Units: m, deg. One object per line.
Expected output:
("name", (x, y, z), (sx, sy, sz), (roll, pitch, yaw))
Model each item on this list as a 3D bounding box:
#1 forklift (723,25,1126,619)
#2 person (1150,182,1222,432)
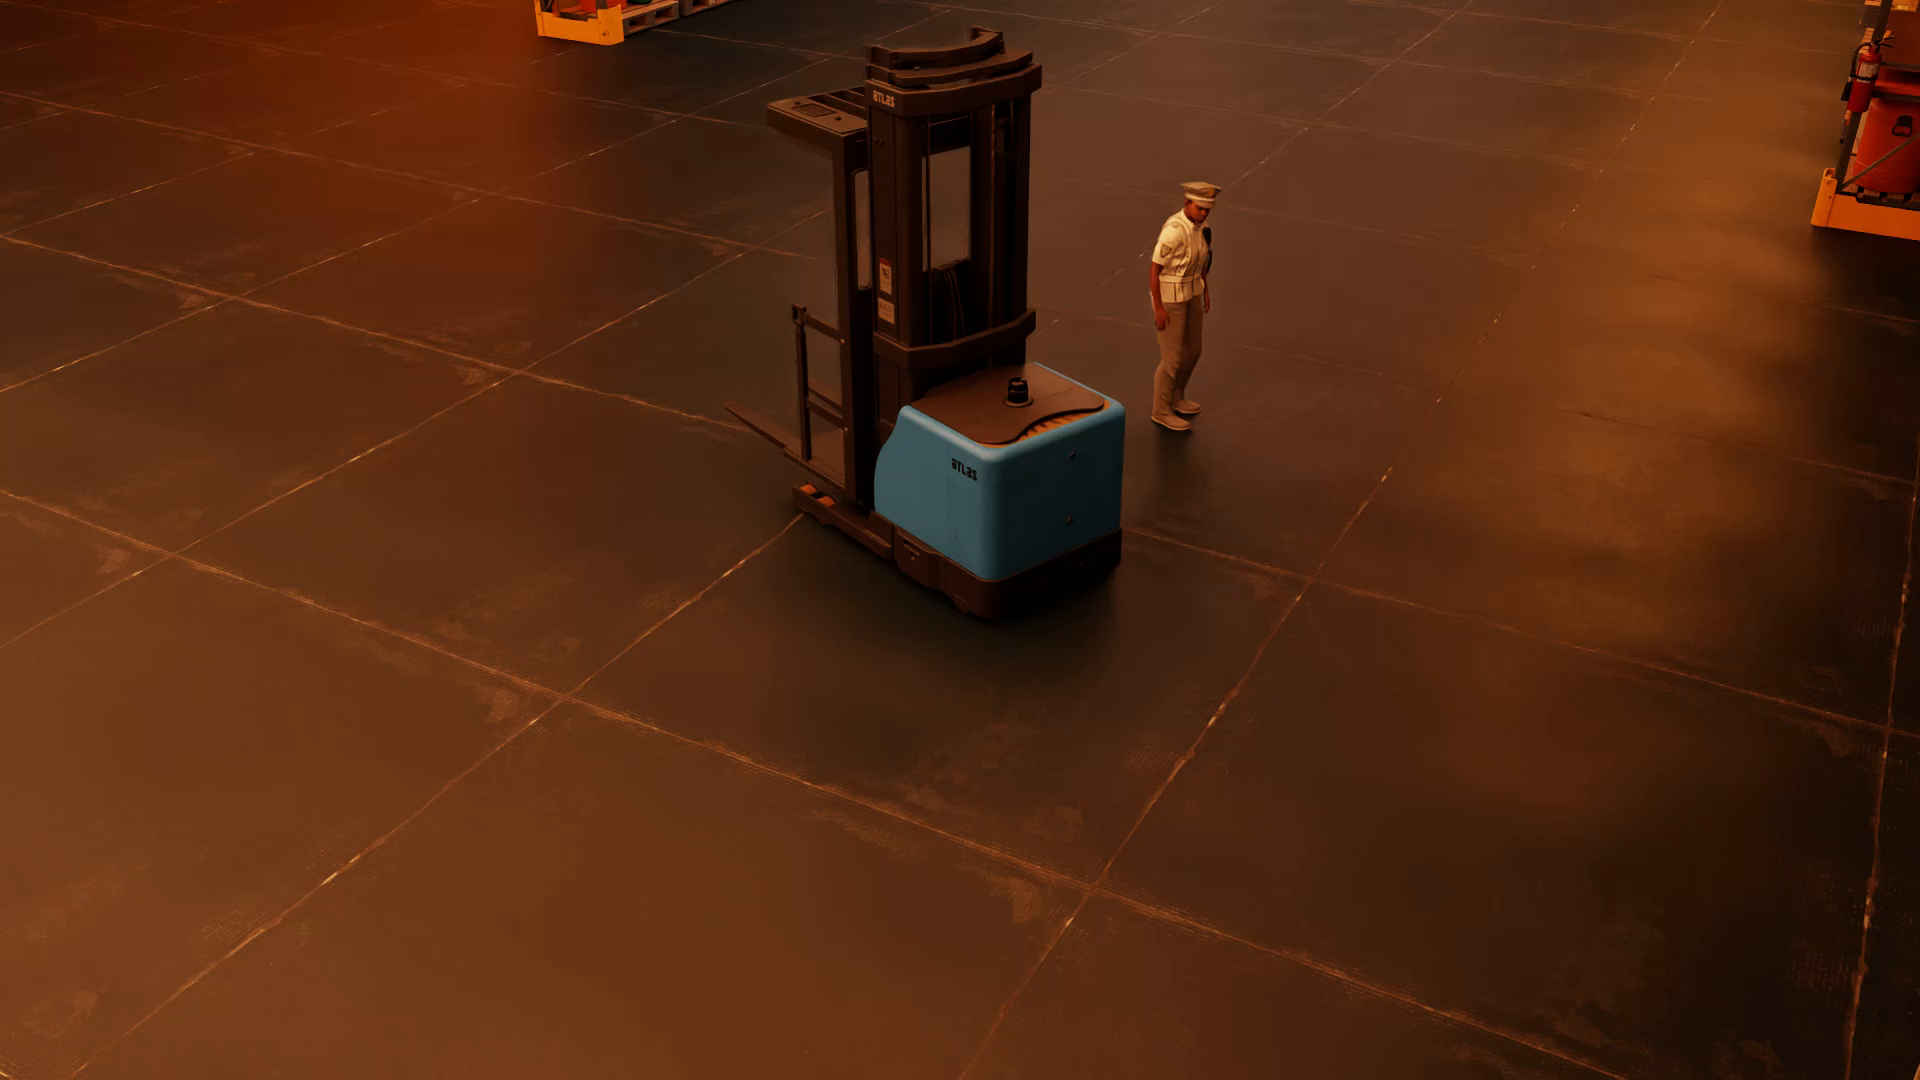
("forklift", (-0.382, -1.507, 9.682), (1.130, 2.935, 3.031), (-22, 37, -33))
("person", (1.487, -1.578, 11.085), (0.422, 1.654, 0.587), (22, 37, 33))
